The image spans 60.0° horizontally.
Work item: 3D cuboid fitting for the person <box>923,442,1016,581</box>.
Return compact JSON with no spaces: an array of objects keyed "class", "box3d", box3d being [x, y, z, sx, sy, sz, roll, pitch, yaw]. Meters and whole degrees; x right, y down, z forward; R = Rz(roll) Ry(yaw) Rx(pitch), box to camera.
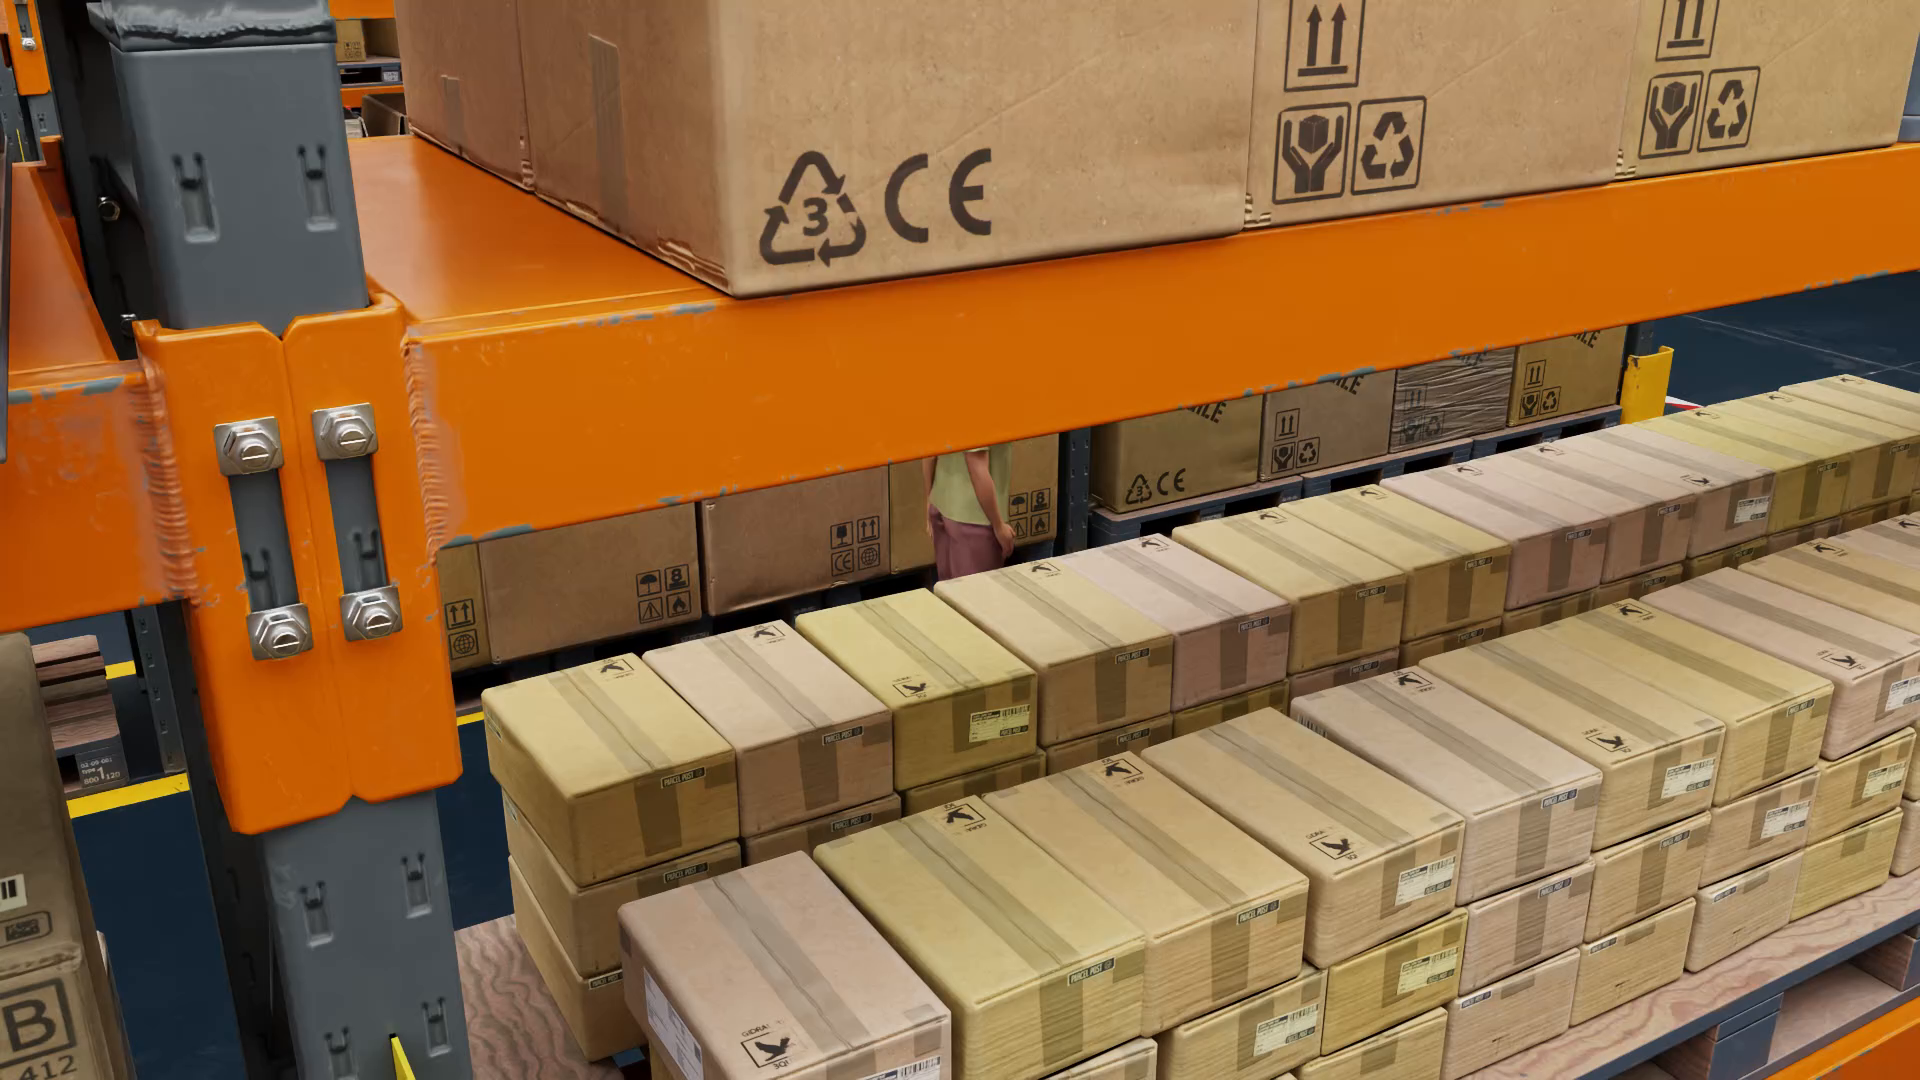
[{"class":"person","box3d":[0.039,-0.078,6.235,0.403,1.671,0.470,-9,24,-21]}]
